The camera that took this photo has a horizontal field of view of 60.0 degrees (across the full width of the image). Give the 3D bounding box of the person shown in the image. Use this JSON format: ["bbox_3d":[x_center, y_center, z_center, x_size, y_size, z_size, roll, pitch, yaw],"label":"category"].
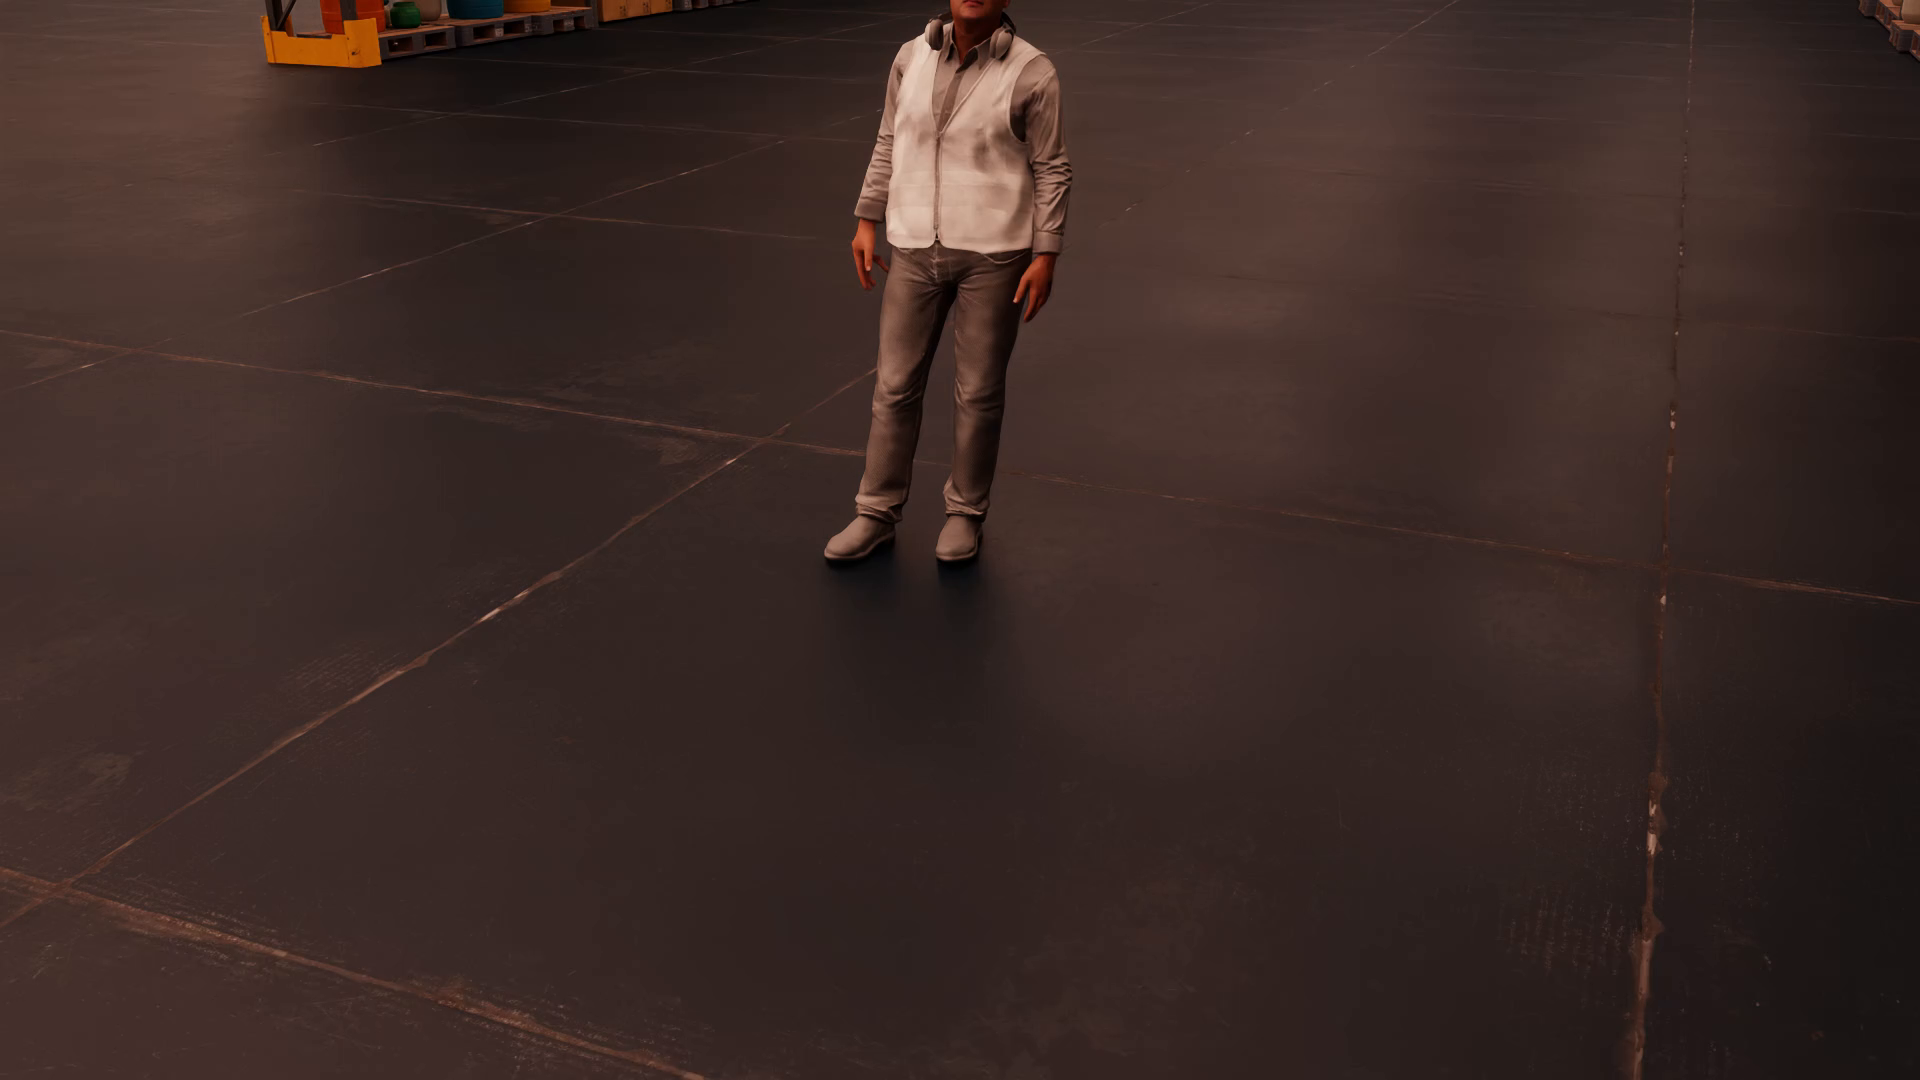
[{"bbox_3d":[-0.035,-0.805,4.700,0.624,1.773,0.568,9,24,21],"label":"person"}]
